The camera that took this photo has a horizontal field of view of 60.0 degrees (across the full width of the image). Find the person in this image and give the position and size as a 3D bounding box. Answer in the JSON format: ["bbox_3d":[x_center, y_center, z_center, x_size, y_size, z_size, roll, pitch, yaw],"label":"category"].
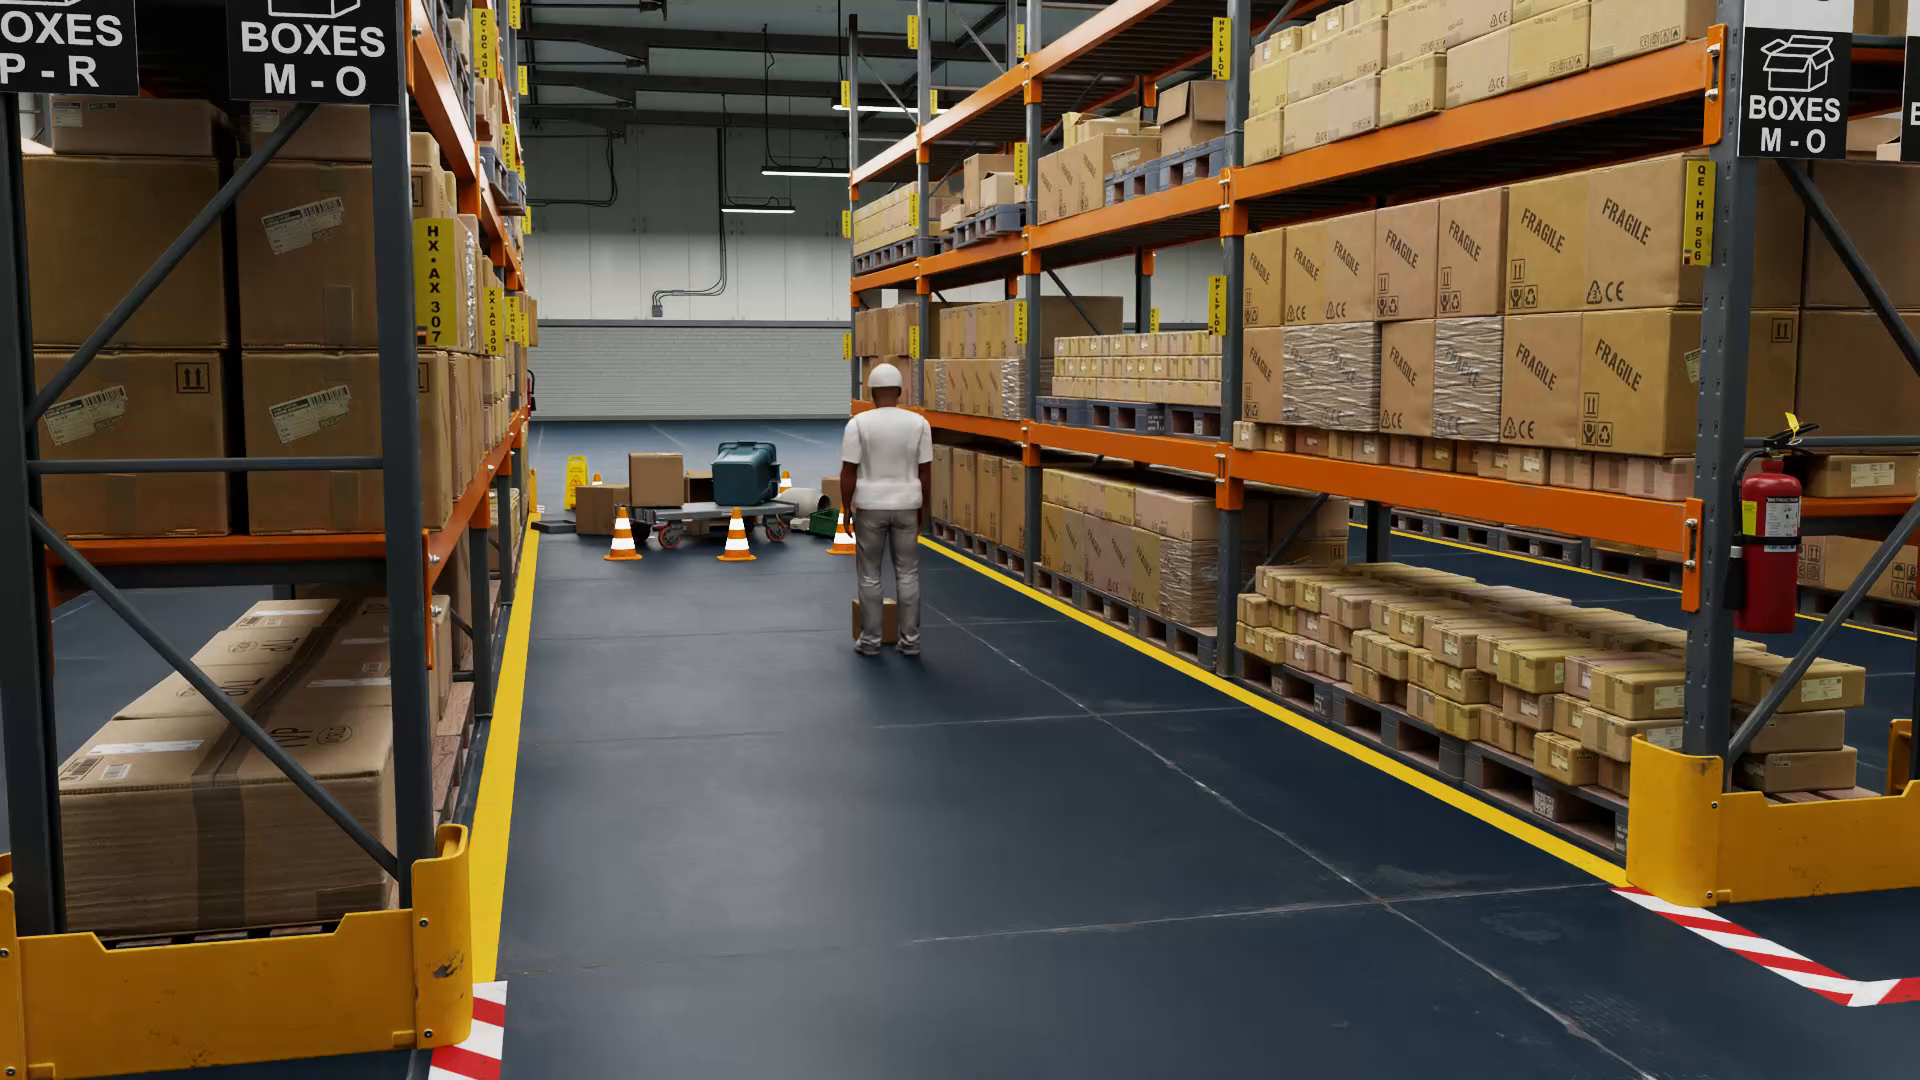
[{"bbox_3d":[-0.451,-0.183,10.093,0.563,1.762,0.360,-1,6,-12],"label":"person"}]
